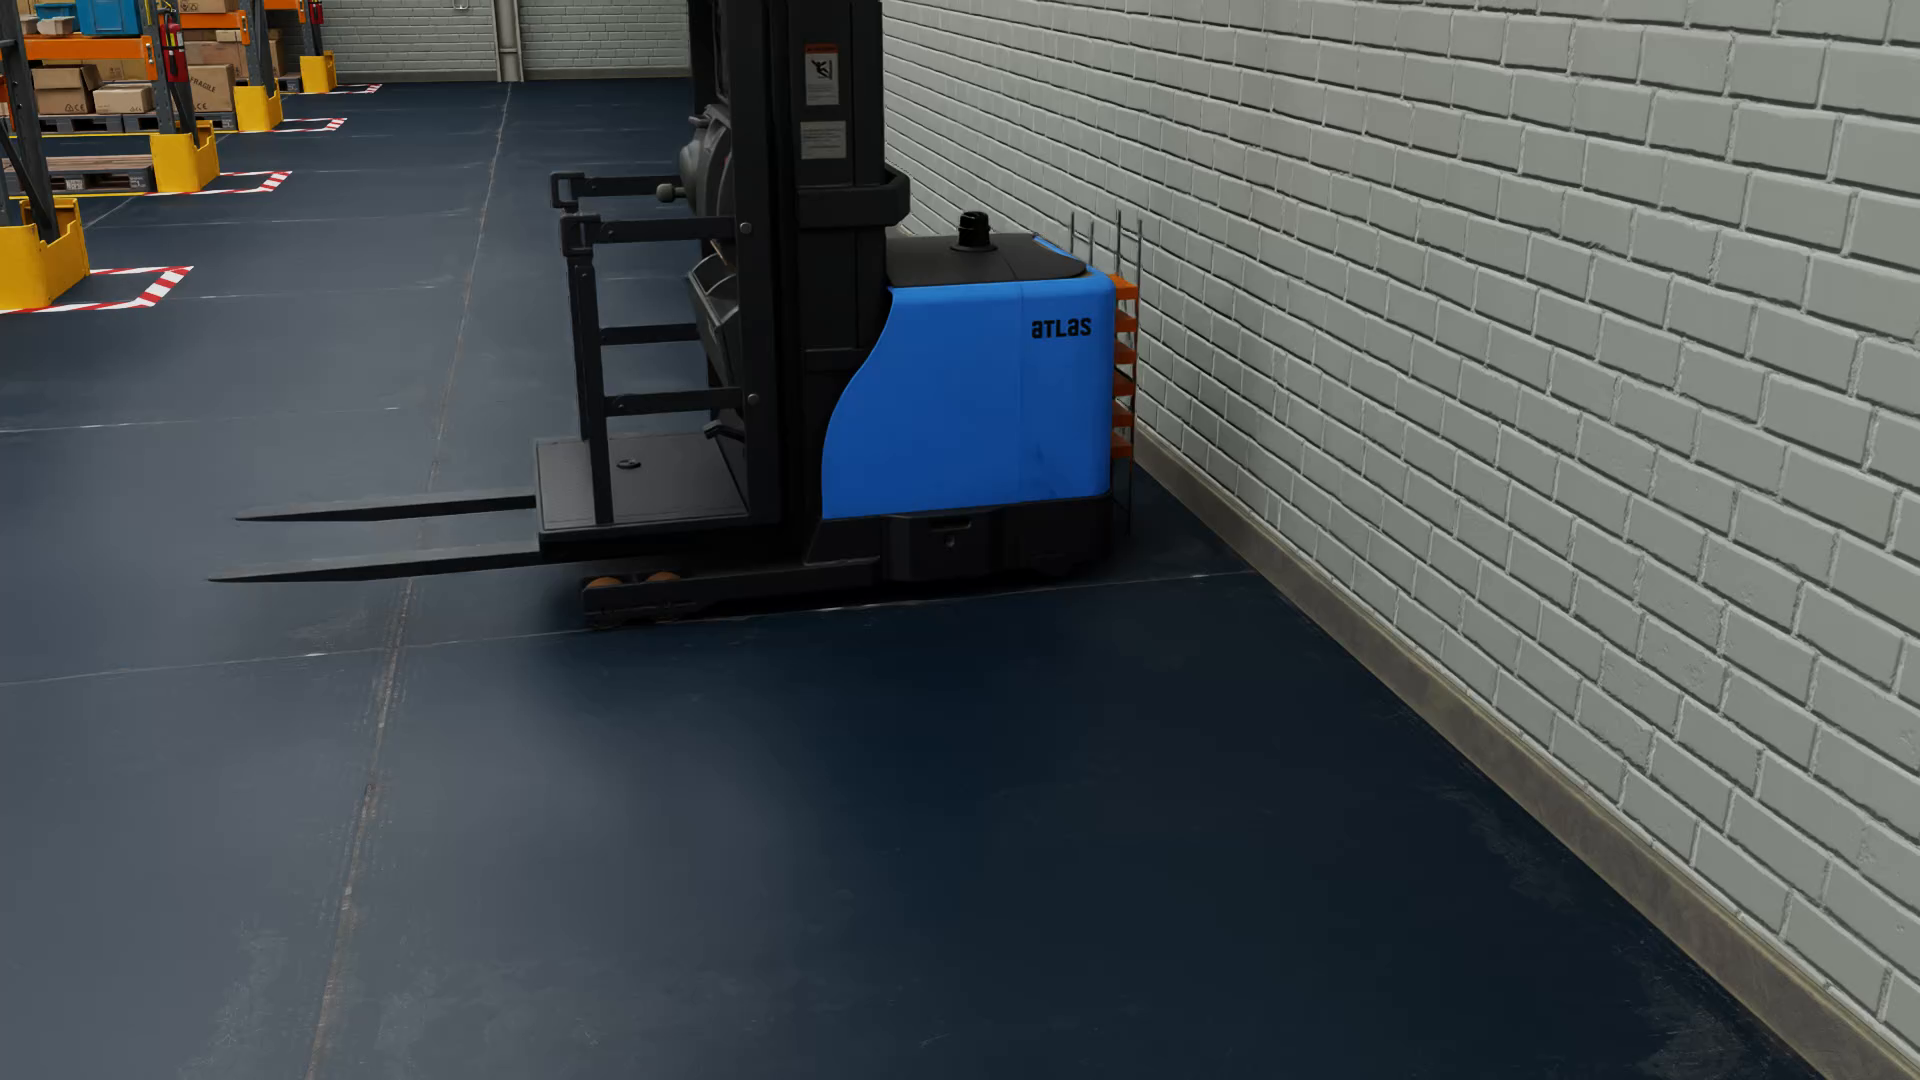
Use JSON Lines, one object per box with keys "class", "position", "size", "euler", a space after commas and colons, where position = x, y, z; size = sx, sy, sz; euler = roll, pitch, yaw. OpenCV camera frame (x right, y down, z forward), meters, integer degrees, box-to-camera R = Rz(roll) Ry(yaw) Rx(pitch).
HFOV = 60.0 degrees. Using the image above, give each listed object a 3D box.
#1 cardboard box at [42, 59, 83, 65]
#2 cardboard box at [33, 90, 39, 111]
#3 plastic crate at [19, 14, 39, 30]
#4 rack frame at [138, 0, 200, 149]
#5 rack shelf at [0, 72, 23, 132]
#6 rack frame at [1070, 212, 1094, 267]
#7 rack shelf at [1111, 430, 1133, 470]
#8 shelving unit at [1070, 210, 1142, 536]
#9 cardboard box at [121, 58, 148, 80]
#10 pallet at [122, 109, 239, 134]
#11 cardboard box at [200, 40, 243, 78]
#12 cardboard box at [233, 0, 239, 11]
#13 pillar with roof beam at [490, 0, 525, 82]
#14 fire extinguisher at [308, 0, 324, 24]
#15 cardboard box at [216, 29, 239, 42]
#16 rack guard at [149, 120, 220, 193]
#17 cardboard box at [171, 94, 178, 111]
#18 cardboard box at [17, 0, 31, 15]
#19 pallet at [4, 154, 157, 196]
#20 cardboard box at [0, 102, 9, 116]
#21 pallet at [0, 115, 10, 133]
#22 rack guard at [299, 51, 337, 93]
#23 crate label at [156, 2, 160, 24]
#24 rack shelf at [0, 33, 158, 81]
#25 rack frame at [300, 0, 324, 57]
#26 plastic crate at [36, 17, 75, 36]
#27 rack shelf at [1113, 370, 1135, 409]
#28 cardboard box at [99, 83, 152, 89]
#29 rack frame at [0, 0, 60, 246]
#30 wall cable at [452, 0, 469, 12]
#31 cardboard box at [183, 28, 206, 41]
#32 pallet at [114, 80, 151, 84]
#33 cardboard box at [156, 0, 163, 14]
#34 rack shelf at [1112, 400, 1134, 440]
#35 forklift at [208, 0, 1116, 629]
{"class": "cardboard box", "position": [-12.492, -6.716, 23.313], "size": [0.500, 0.500, 0.700], "euler": [-4, 21, -12]}
{"class": "cardboard box", "position": [-10.881, -5.154, 19.292], "size": [0.500, 0.311, 0.500], "euler": [-5, 21, -12]}
{"class": "plastic crate", "position": [-8.378, -4.612, 14.841], "size": [0.298, 0.136, 0.250], "euler": [-5, 21, -12]}
{"class": "rack frame", "position": [-7.071, -4.669, 14.698], "size": [0.127, 3.000, 1.000], "euler": [-5, 21, -12]}
{"class": "rack shelf", "position": [-7.877, -2.515, 9.864], "size": [4.000, 0.370, 1.077], "euler": [-5, 21, -12]}
{"class": "rack frame", "position": [0.442, -0.604, 6.219], "size": [0.006, 1.200, 0.240], "euler": [-5, 21, -14]}
{"class": "rack shelf", "position": [0.530, -0.345, 6.339], "size": [0.180, 0.103, 0.258], "euler": [-5, 21, -14]}
{"class": "shelving unit", "position": [0.530, -0.612, 6.241], "size": [0.189, 1.200, 0.258], "euler": [-5, 21, -14]}
{"class": "cardboard box", "position": [-11.502, -6.795, 23.527], "size": [0.500, 0.500, 0.700], "euler": [-4, 21, -11]}
{"class": "pallet", "position": [-9.057, -4.948, 19.516], "size": [1.213, 0.211, 1.003], "euler": [-5, 21, -12]}
{"class": "cardboard box", "position": [-10.496, -6.880, 23.758], "size": [0.500, 0.500, 0.700], "euler": [-5, 21, -13]}
{"class": "cardboard box", "position": [-8.699, -6.427, 19.353], "size": [0.500, 0.500, 0.500], "euler": [-4, 21, -11]}
{"class": "pillar with roof beam", "position": [-5.931, -9.864, 20.159], "size": [0.400, 9.000, 9.100], "euler": [-5, 21, -12]}
{"class": "fire extinguisher", "position": [-9.097, -7.631, 23.440], "size": [0.183, 0.674, 0.296], "euler": [-5, 21, -12]}
{"class": "cardboard box", "position": [-10.340, -7.132, 23.505], "size": [0.250, 0.149, 0.380], "euler": [-4, 21, -11]}
{"class": "rack guard", "position": [-7.050, -3.501, 15.145], "size": [0.348, 0.500, 1.175], "euler": [-5, 21, -12]}
{"class": "cardboard box", "position": [-9.094, -5.076, 19.289], "size": [0.250, 0.166, 0.380], "euler": [-5, 21, -12]}
{"class": "cardboard box", "position": [-10.556, -6.087, 18.425], "size": [0.500, 0.500, 0.500], "euler": [-5, 21, -13]}
{"class": "pallet", "position": [-7.882, -3.307, 15.035], "size": [1.213, 0.211, 1.003], "euler": [-5, 21, -12]}
{"class": "cardboard box", "position": [-10.802, -4.919, 18.862], "size": [0.250, 0.166, 0.380], "euler": [-5, 21, -12]}
{"class": "pallet", "position": [-11.431, -4.755, 18.988], "size": [1.213, 0.211, 1.003], "euler": [-5, 21, -12]}
{"class": "rack guard", "position": [-9.327, -6.813, 24.186], "size": [0.348, 0.500, 1.175], "euler": [-5, 21, -12]}
{"class": "crate label", "position": [-7.387, -4.709, 14.964], "size": [0.303, 0.233, 0.416], "euler": [-5, 21, -12]}
{"class": "rack shelf", "position": [-9.017, -4.172, 14.390], "size": [4.000, 0.370, 1.077], "euler": [-5, 21, -12]}
{"class": "rack frame", "position": [-9.350, -7.985, 23.751], "size": [0.127, 3.000, 1.000], "euler": [-5, 21, -12]}
{"class": "plastic crate", "position": [-7.823, -4.448, 14.392], "size": [0.243, 0.136, 0.396], "euler": [-5, 21, -12]}
{"class": "rack shelf", "position": [0.530, -0.570, 6.257], "size": [0.180, 0.103, 0.258], "euler": [-5, 21, -14]}
{"class": "cardboard box", "position": [-9.774, -5.215, 19.548], "size": [0.500, 0.250, 0.500], "euler": [-5, 21, -12]}
{"class": "rack frame", "position": [-5.931, -3.011, 10.172], "size": [0.127, 3.000, 1.000], "euler": [-5, 21, -12]}
{"class": "wall cable", "position": [-8.322, -8.880, 24.718], "size": [1.851, 1.984, 0.084], "euler": [-5, 21, -12]}
{"class": "cardboard box", "position": [-10.917, -7.220, 23.745], "size": [0.250, 0.149, 0.380], "euler": [-4, 21, -12]}
{"class": "pallet", "position": [-11.295, -6.491, 23.726], "size": [1.213, 0.211, 1.003], "euler": [-5, 21, -12]}
{"class": "cardboard box", "position": [-9.084, -6.205, 18.747], "size": [0.500, 0.500, 0.500], "euler": [-4, 21, -12]}
{"class": "rack shelf", "position": [0.530, -0.458, 6.298], "size": [0.180, 0.103, 0.258], "euler": [-5, 21, -14]}
{"class": "forklift", "position": [-1.029, -1.283, 5.557], "size": [3.031, 2.935, 1.130], "euler": [-5, 21, -14]}
